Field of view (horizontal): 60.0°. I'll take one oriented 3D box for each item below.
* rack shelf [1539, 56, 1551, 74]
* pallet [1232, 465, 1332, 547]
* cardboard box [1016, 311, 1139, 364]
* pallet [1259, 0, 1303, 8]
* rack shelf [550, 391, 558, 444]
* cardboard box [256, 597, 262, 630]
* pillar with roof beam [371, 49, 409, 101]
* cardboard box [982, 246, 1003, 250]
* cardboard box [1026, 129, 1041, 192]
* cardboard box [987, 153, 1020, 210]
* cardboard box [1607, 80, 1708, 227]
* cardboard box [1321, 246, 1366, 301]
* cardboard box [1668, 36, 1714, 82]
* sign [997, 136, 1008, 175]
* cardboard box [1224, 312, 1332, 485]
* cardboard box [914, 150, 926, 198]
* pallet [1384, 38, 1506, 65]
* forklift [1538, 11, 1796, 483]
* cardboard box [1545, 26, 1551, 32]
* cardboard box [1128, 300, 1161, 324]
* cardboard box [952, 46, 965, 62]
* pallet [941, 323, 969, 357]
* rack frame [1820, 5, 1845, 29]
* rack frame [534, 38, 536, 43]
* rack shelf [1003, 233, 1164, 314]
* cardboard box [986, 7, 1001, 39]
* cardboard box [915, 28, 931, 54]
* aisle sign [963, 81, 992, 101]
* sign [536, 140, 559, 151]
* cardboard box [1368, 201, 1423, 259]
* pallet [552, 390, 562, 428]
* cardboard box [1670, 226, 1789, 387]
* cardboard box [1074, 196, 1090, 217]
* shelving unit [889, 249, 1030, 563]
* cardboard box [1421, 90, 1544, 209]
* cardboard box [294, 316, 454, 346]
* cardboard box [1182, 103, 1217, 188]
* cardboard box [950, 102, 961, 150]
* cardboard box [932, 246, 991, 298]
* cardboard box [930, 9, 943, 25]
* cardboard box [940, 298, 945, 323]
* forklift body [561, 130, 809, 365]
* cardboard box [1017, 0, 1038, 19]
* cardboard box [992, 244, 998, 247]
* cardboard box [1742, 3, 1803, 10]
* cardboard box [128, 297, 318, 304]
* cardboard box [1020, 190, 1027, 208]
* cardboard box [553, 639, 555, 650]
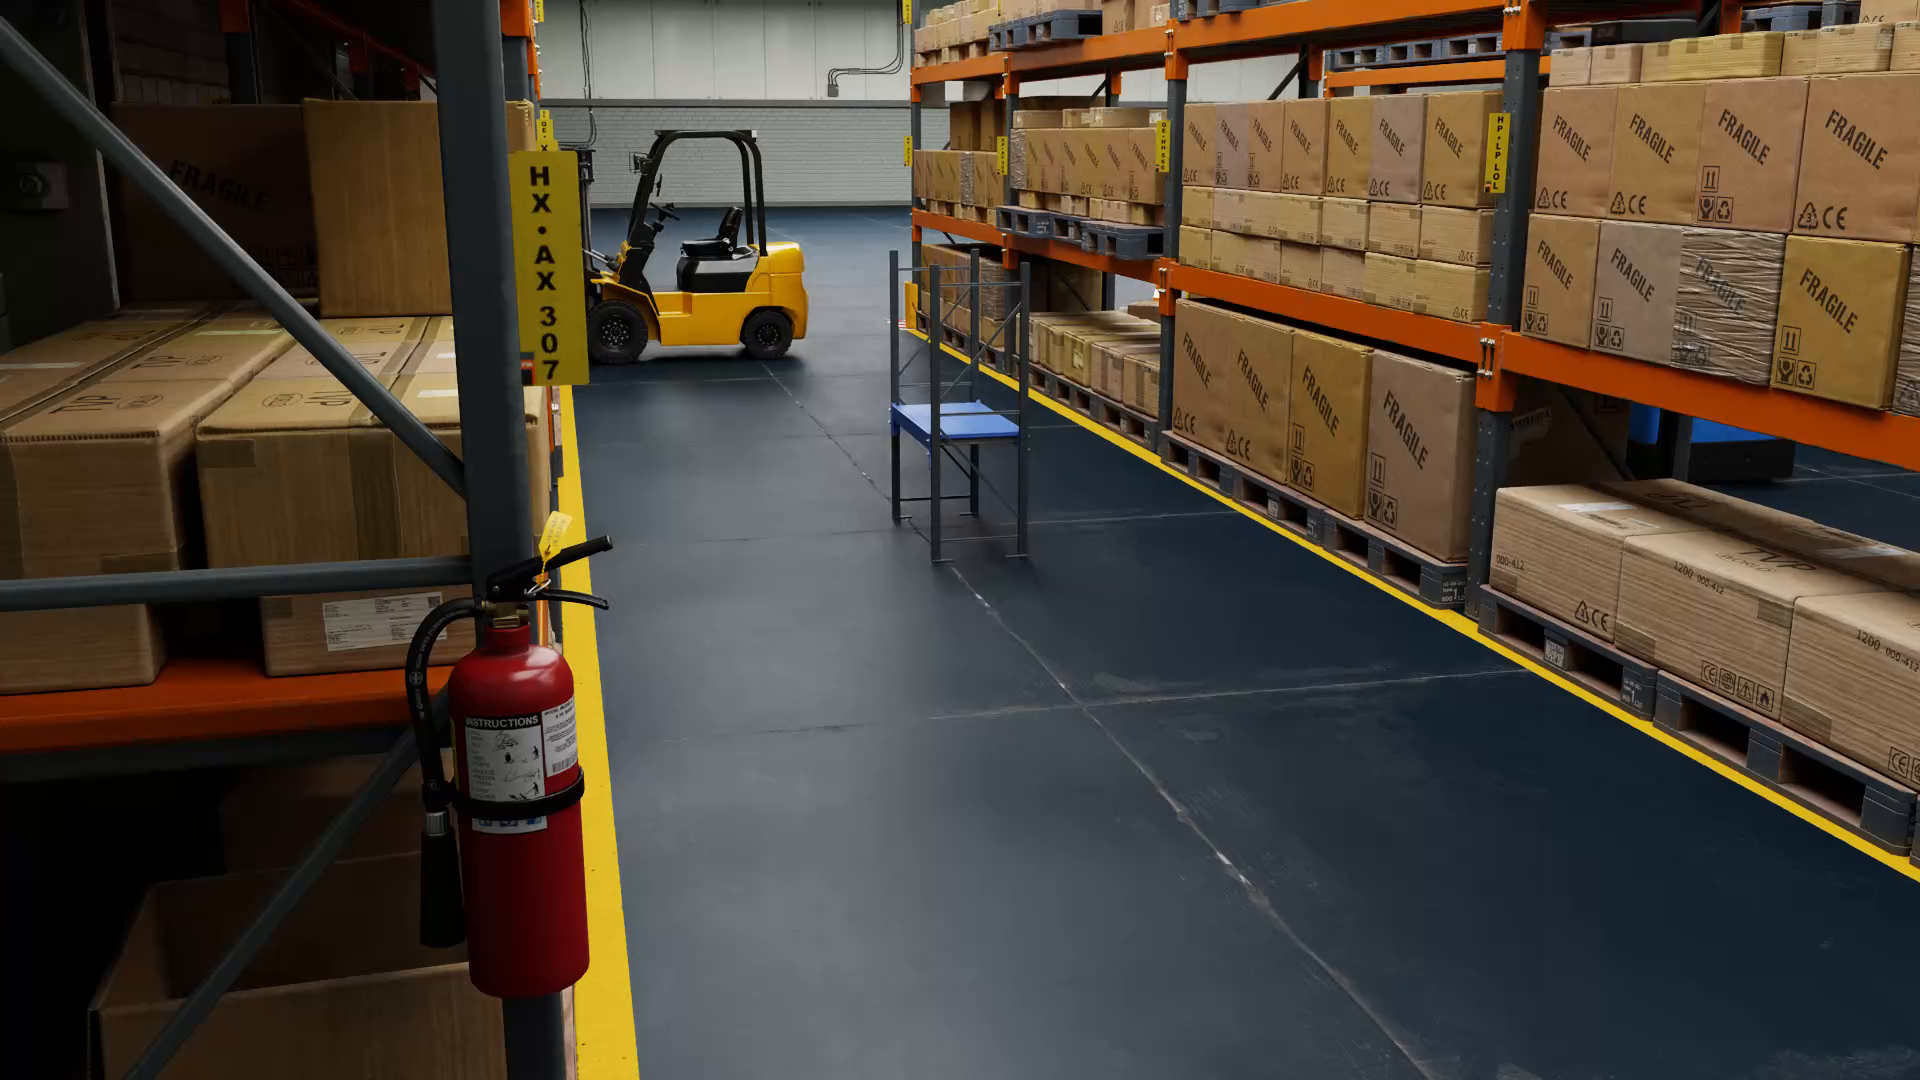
[{"bbox_3d":[6.157,-3.919,13.842,1.077,0.370,4.000,-3,14,-13],"label":"rack shelf"},{"bbox_3d":[2.233,-0.229,9.419,1.003,0.211,1.213,-3,14,-13],"label":"pallet"},{"bbox_3d":[1.025,-1.780,14.544,0.950,0.372,0.625,-3,14,-12],"label":"cardboard box"},{"bbox_3d":[2.307,-3.012,9.015,1.003,0.211,1.213,-3,14,-11],"label":"pallet"},{"bbox_3d":[-2.516,-0.962,8.060,1.077,0.370,4.000,-3,14,-13],"label":"rack shelf"},{"bbox_3d":[-1.022,0.047,2.942,0.380,0.149,0.250,-3,14,-12],"label":"cardboard box"},{"bbox_3d":[-1.392,-6.562,16.825,9.100,9.000,0.400,-3,14,-13],"label":"pillar with roof beam"},{"bbox_3d":[0.527,-2.838,17.552,0.500,0.500,0.500,-3,14,-11],"label":"cardboard box"},{"bbox_3d":[0.849,-3.131,13.698,0.500,0.500,0.500,-3,14,-13],"label":"cardboard box"},{"bbox_3d":[0.553,-3.255,15.092,0.500,0.500,0.500,-4,14,-15],"label":"cardboard box"},{"bbox_3d":[2.767,-1.422,6.109,0.500,0.500,0.500,-3,14,-14],"label":"cardboard box"},{"bbox_3d":[2.209,-1.379,8.568,0.500,0.250,0.500,-4,14,-15],"label":"cardboard box"},{"bbox_3d":[2.775,-1.714,5.939,0.380,0.149,0.250,-3,14,-14],"label":"cardboard box"},{"bbox_3d":[0.374,-3.362,14.543,0.100,0.325,0.005,-3,14,-13],"label":"sign"},{"bbox_3d":[2.125,-0.852,9.687,0.875,0.875,0.875,-3,14,-13],"label":"cardboard box"},{"bbox_3d":[-0.199,-3.964,17.996,0.500,0.500,0.500,-4,14,-14],"label":"cardboard box"},{"bbox_3d":[5.222,-5.157,17.580,1.003,0.211,1.213,-3,14,-13],"label":"pallet"},{"bbox_3d":[4.319,-2.065,11.204,1.130,2.935,3.031,-3,14,-12],"label":"forklift"},{"bbox_3d":[5.869,-5.023,16.279,0.380,0.149,0.250,-3,14,-13],"label":"cardboard box"},{"bbox_3d":[1.970,-2.083,16.395,0.500,0.500,0.500,7,15,26],"label":"cardboard box"},{"bbox_3d":[0.131,-4.780,16.381,0.380,0.149,0.250,-4,14,-15],"label":"cardboard box"},{"bbox_3d":[0.417,-2.054,16.888,1.003,0.211,1.213,-3,14,-13],"label":"pallet"},{"bbox_3d":[6.626,-2.350,12.224,1.000,3.000,0.127,-3,14,-13],"label":"rack frame"},{"bbox_3d":[-4.864,-6.533,16.705,1.000,3.000,0.127,-3,14,-13],"label":"rack frame"},{"bbox_3d":[1.369,-2.162,12.973,1.077,0.370,4.000,-3,14,-13],"label":"rack shelf"},{"bbox_3d":[0.533,-4.589,14.760,0.500,0.250,0.500,-3,14,-14],"label":"cardboard box"},{"bbox_3d":[-0.181,-5.294,17.644,0.500,0.250,0.500,-4,14,-14],"label":"cardboard box"},{"bbox_3d":[0.227,-5.189,18.370,0.394,0.787,0.004,-3,14,-13],"label":"aisle sign"},{"bbox_3d":[-1.520,-1.303,6.115,0.100,0.325,0.005,-3,14,-13],"label":"sign"},{"bbox_3d":[2.314,-1.501,8.012,0.500,0.250,0.500,-3,14,-12],"label":"cardboard box"},{"bbox_3d":[-3.424,-0.891,12.130,1.003,0.211,1.213,-3,14,-13],"label":"pallet"},{"bbox_3d":[2.858,-0.822,5.760,0.500,0.500,0.500,-3,14,-13],"label":"cardboard box"},{"bbox_3d":[1.092,-2.548,12.680,0.380,0.149,0.250,-4,14,-15],"label":"cardboard box"},{"bbox_3d":[-0.020,-0.748,8.830,0.538,1.500,1.048,-3,14,-13],"label":"shelving unit"},{"bbox_3d":[2.429,-1.751,7.456,0.500,0.500,0.500,-3,14,-11],"label":"cardboard box"},{"bbox_3d":[-1.192,-0.352,3.736,0.500,0.250,0.500,-4,14,-14],"label":"cardboard box"},{"bbox_3d":[1.717,-2.457,10.347,0.500,0.500,0.500,-4,14,-15],"label":"cardboard box"},{"bbox_3d":[0.292,-4.469,17.955,0.700,0.500,0.500,-4,14,-15],"label":"cardboard box"},{"bbox_3d":[0.014,-2.801,17.401,0.500,0.500,0.500,-4,14,-15],"label":"cardboard box"},{"bbox_3d":[-0.095,-5.345,17.012,0.380,0.149,0.250,-3,14,-13],"label":"cardboard box"},{"bbox_3d":[-0.007,-2.445,17.521,0.500,0.250,0.500,-3,14,-11],"label":"cardboard box"},{"bbox_3d":[-2.646,-2.870,16.144,2.313,2.155,1.214,-3,14,-13],"label":"forklift body"},{"bbox_3d":[0.767,-4.287,13.266,0.500,0.250,0.500,-3,14,-14],"label":"cardboard box"},{"bbox_3d":[0.553,-3.192,17.636,0.380,0.149,0.250,-3,14,-12],"label":"cardboard box"},{"bbox_3d":[6.089,-4.240,12.736,0.500,0.311,0.500,-3,14,-13],"label":"cardboard box"},{"bbox_3d":[-1.948,-0.558,4.580,0.500,0.250,0.500,-3,14,-12],"label":"cardboard box"},{"bbox_3d":[0.722,-2.910,14.162,0.380,0.149,0.250,-3,14,-12],"label":"cardboard box"},{"bbox_3d":[-1.546,0.469,5.565,0.396,0.266,0.258,-3,14,-11],"label":"cardboard box"}]
